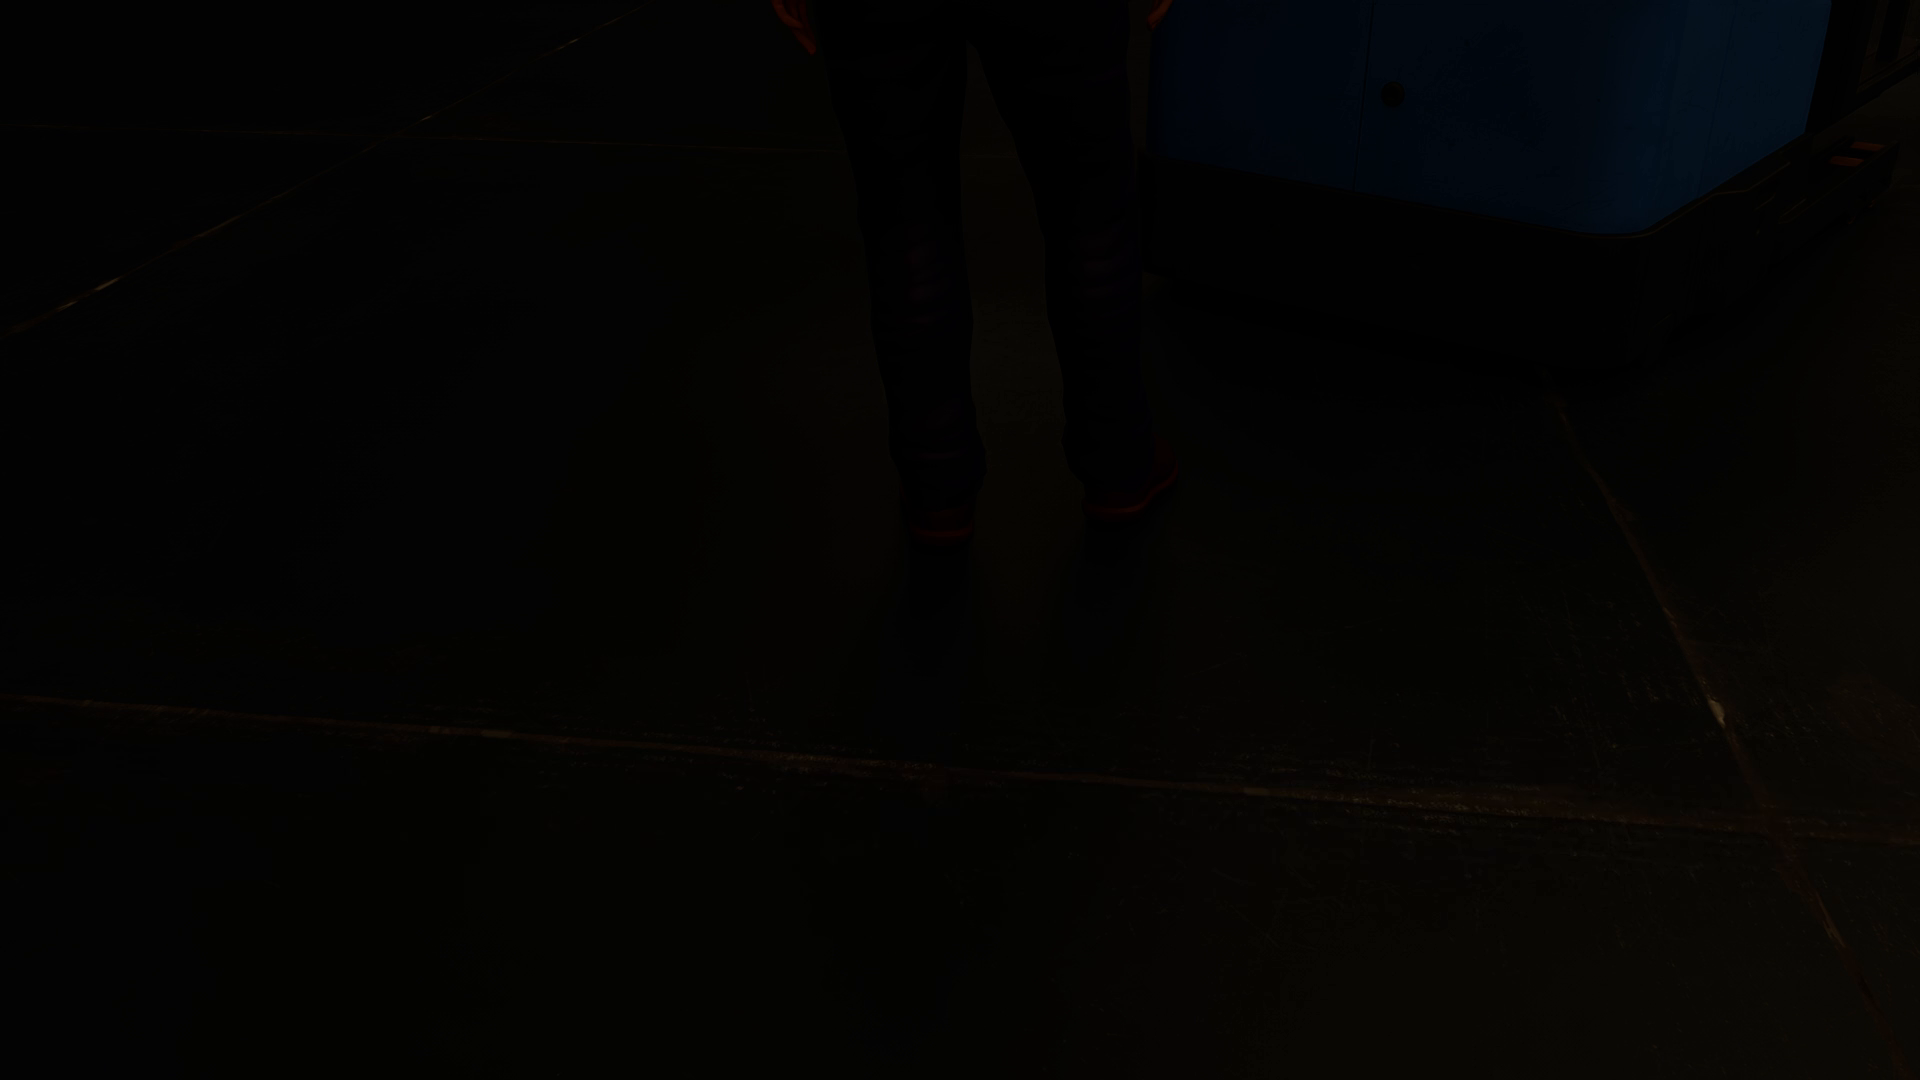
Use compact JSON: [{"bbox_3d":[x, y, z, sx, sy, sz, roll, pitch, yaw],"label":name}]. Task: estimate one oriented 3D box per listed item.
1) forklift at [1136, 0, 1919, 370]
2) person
[{"bbox_3d":[1.689,-2.199,3.624,1.130,2.935,3.031,20,33,35],"label":"forklift"},{"bbox_3d":[0.035,-0.782,2.206,0.598,1.651,0.502,3,27,7],"label":"person"}]
